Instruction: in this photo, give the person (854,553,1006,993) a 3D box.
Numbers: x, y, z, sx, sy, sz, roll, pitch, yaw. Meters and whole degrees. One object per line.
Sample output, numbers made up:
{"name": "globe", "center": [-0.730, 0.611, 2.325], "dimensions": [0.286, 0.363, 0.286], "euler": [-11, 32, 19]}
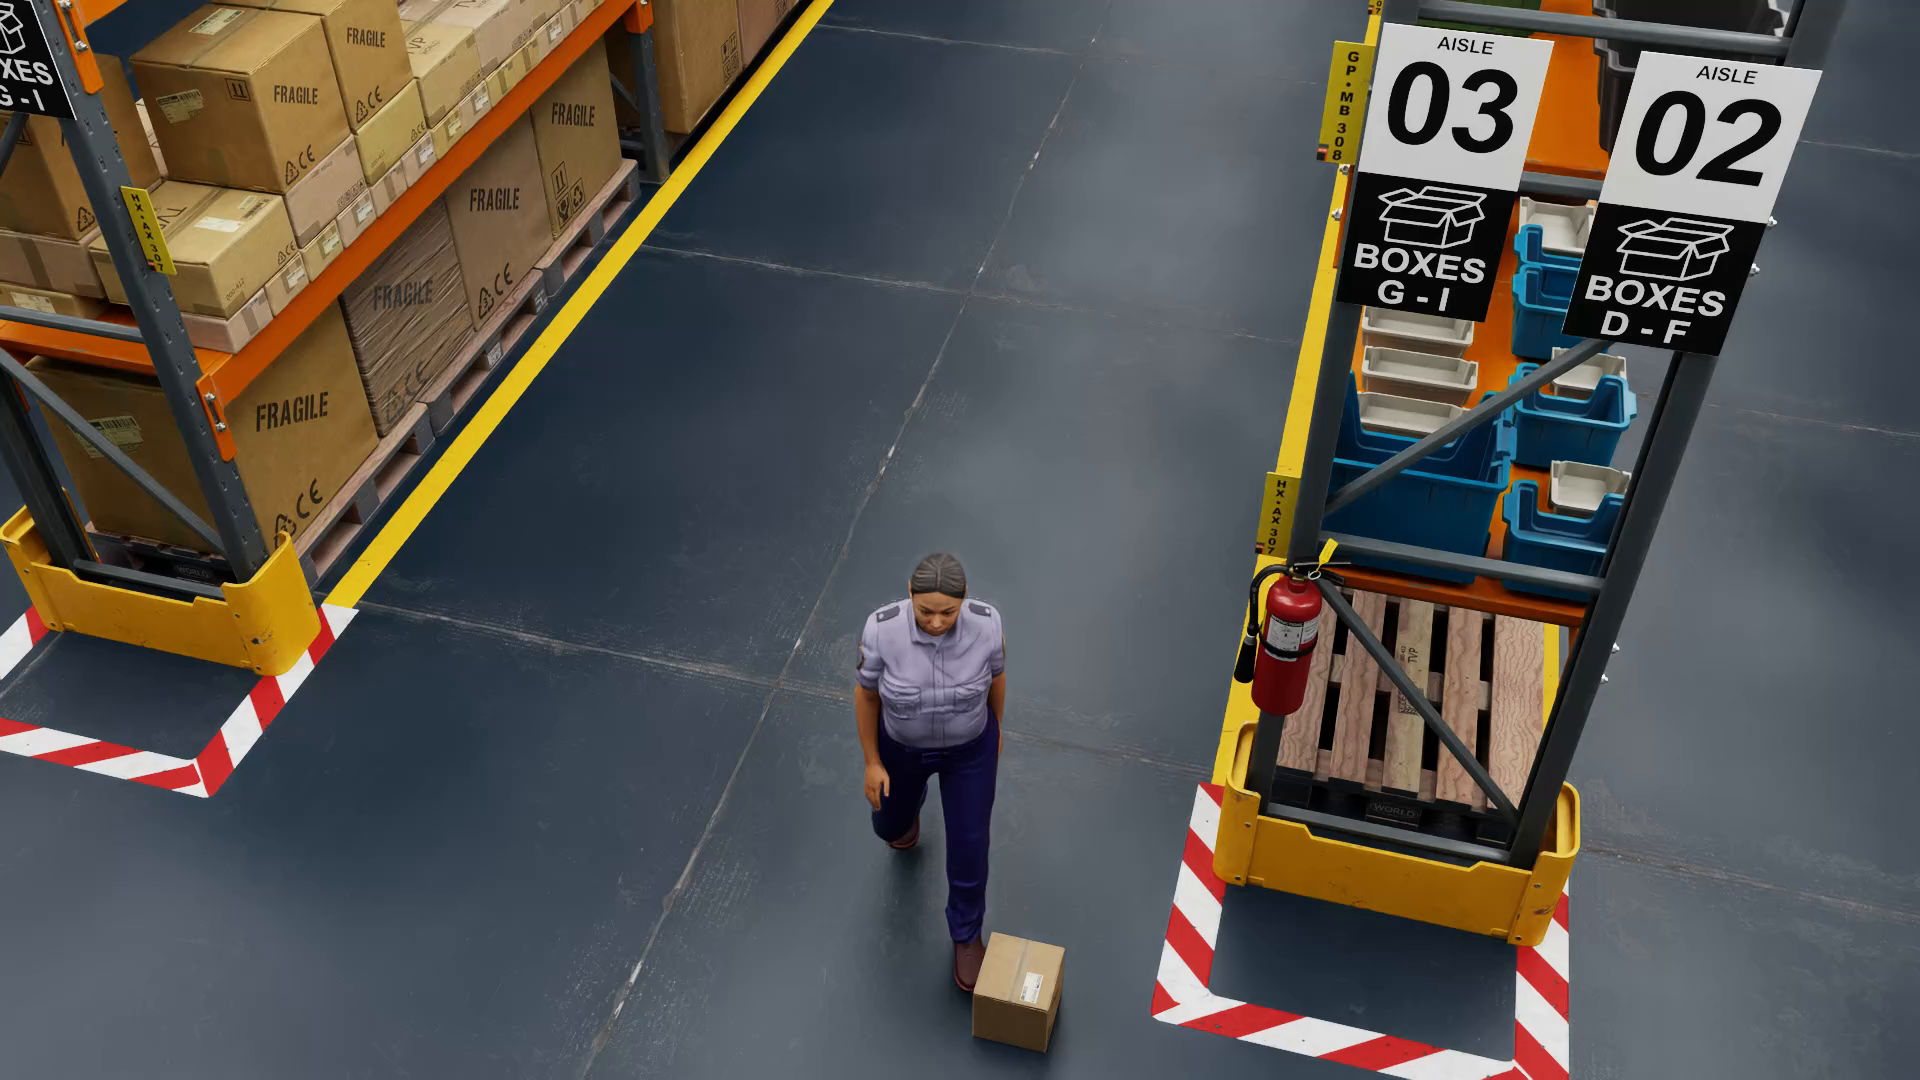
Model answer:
{"name": "person", "center": [-0.092, 0.660, 5.403], "dimensions": [0.484, 1.619, 0.837], "euler": [-1, 41, -1]}
